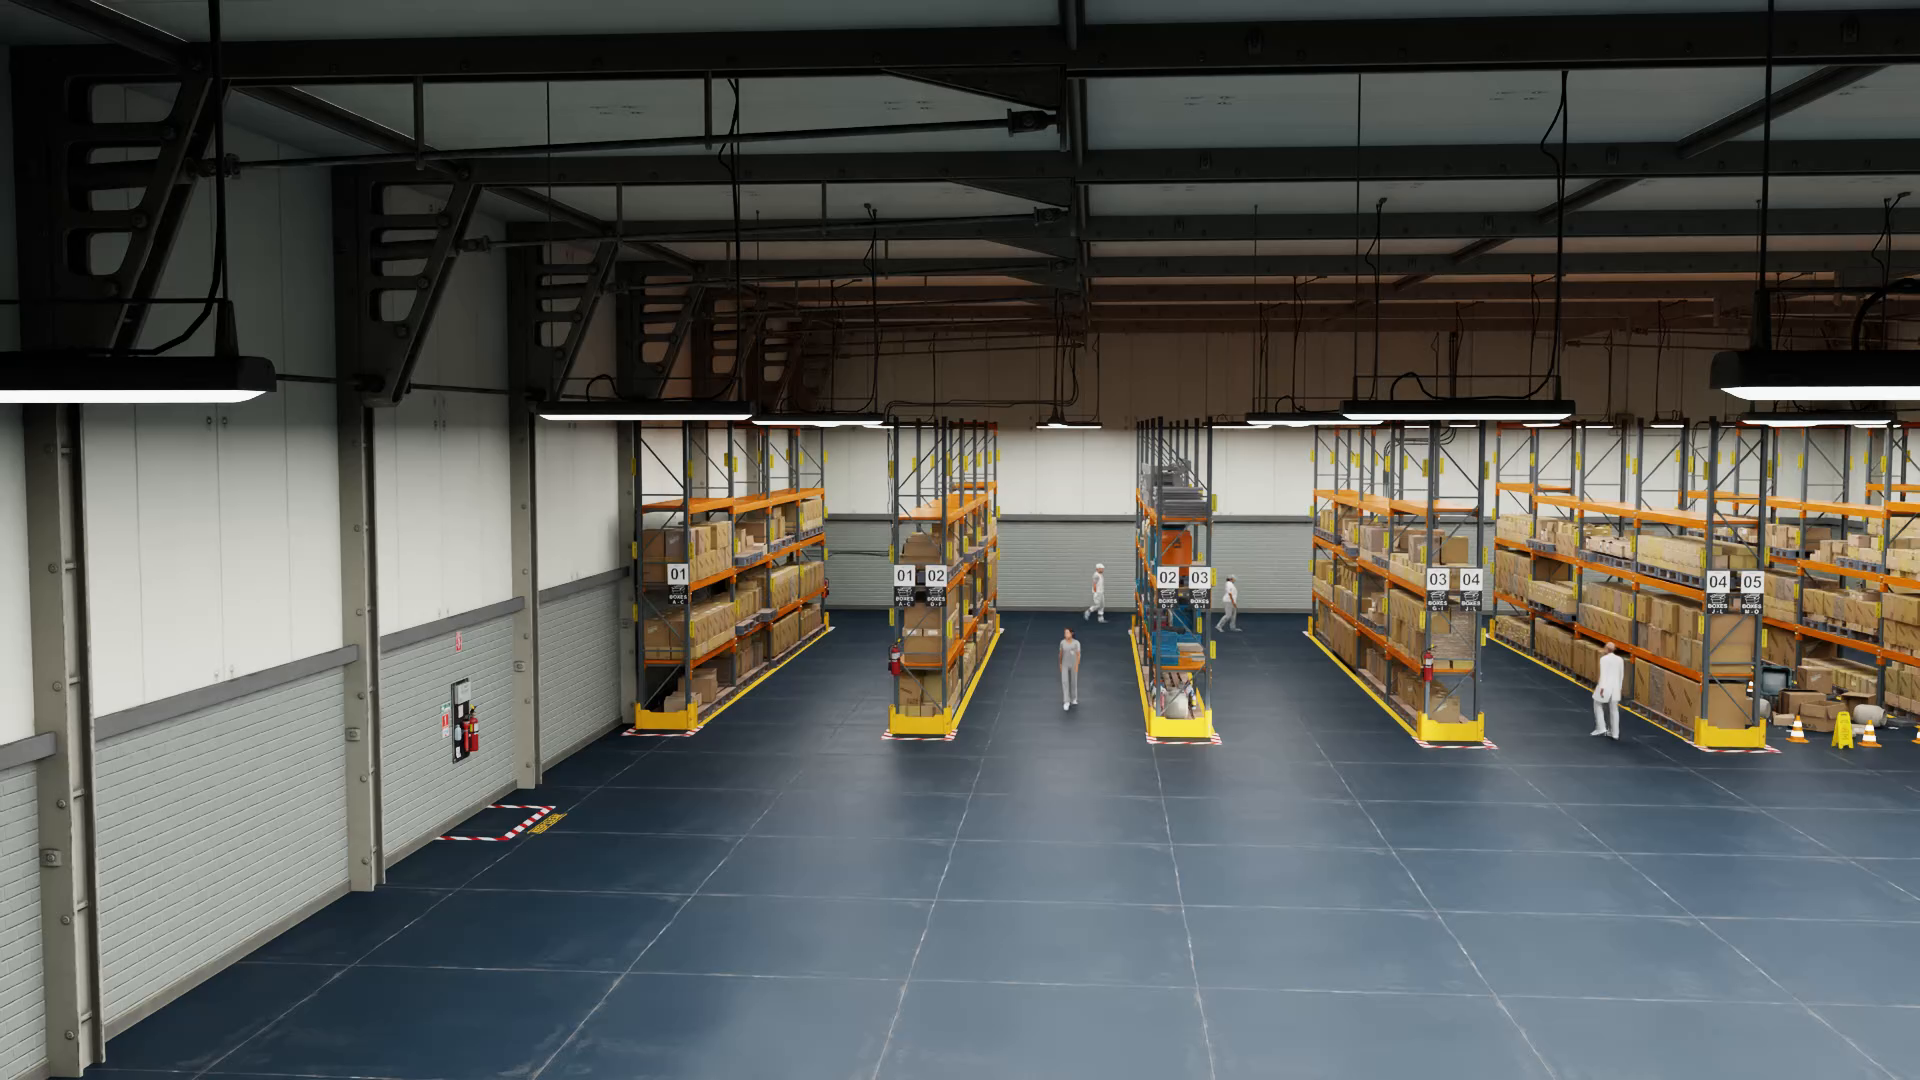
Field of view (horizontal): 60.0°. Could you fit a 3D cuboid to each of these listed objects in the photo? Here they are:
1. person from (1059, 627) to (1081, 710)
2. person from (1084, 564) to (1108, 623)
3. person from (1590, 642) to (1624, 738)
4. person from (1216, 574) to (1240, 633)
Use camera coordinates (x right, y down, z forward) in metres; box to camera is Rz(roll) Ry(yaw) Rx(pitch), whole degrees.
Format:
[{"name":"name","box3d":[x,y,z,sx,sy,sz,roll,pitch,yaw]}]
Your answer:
[{"name":"person","box3d":[2.272,2.636,34.521,0.472,1.655,0.860,1,4,11]},{"name":"person","box3d":[4.067,1.592,49.574,0.687,1.779,0.613,2,4,25]},{"name":"person","box3d":[12.179,2.870,31.093,0.579,1.715,0.595,0,4,-5]},{"name":"person","box3d":[7.650,1.797,47.400,0.713,1.651,0.557,0,4,8]}]
